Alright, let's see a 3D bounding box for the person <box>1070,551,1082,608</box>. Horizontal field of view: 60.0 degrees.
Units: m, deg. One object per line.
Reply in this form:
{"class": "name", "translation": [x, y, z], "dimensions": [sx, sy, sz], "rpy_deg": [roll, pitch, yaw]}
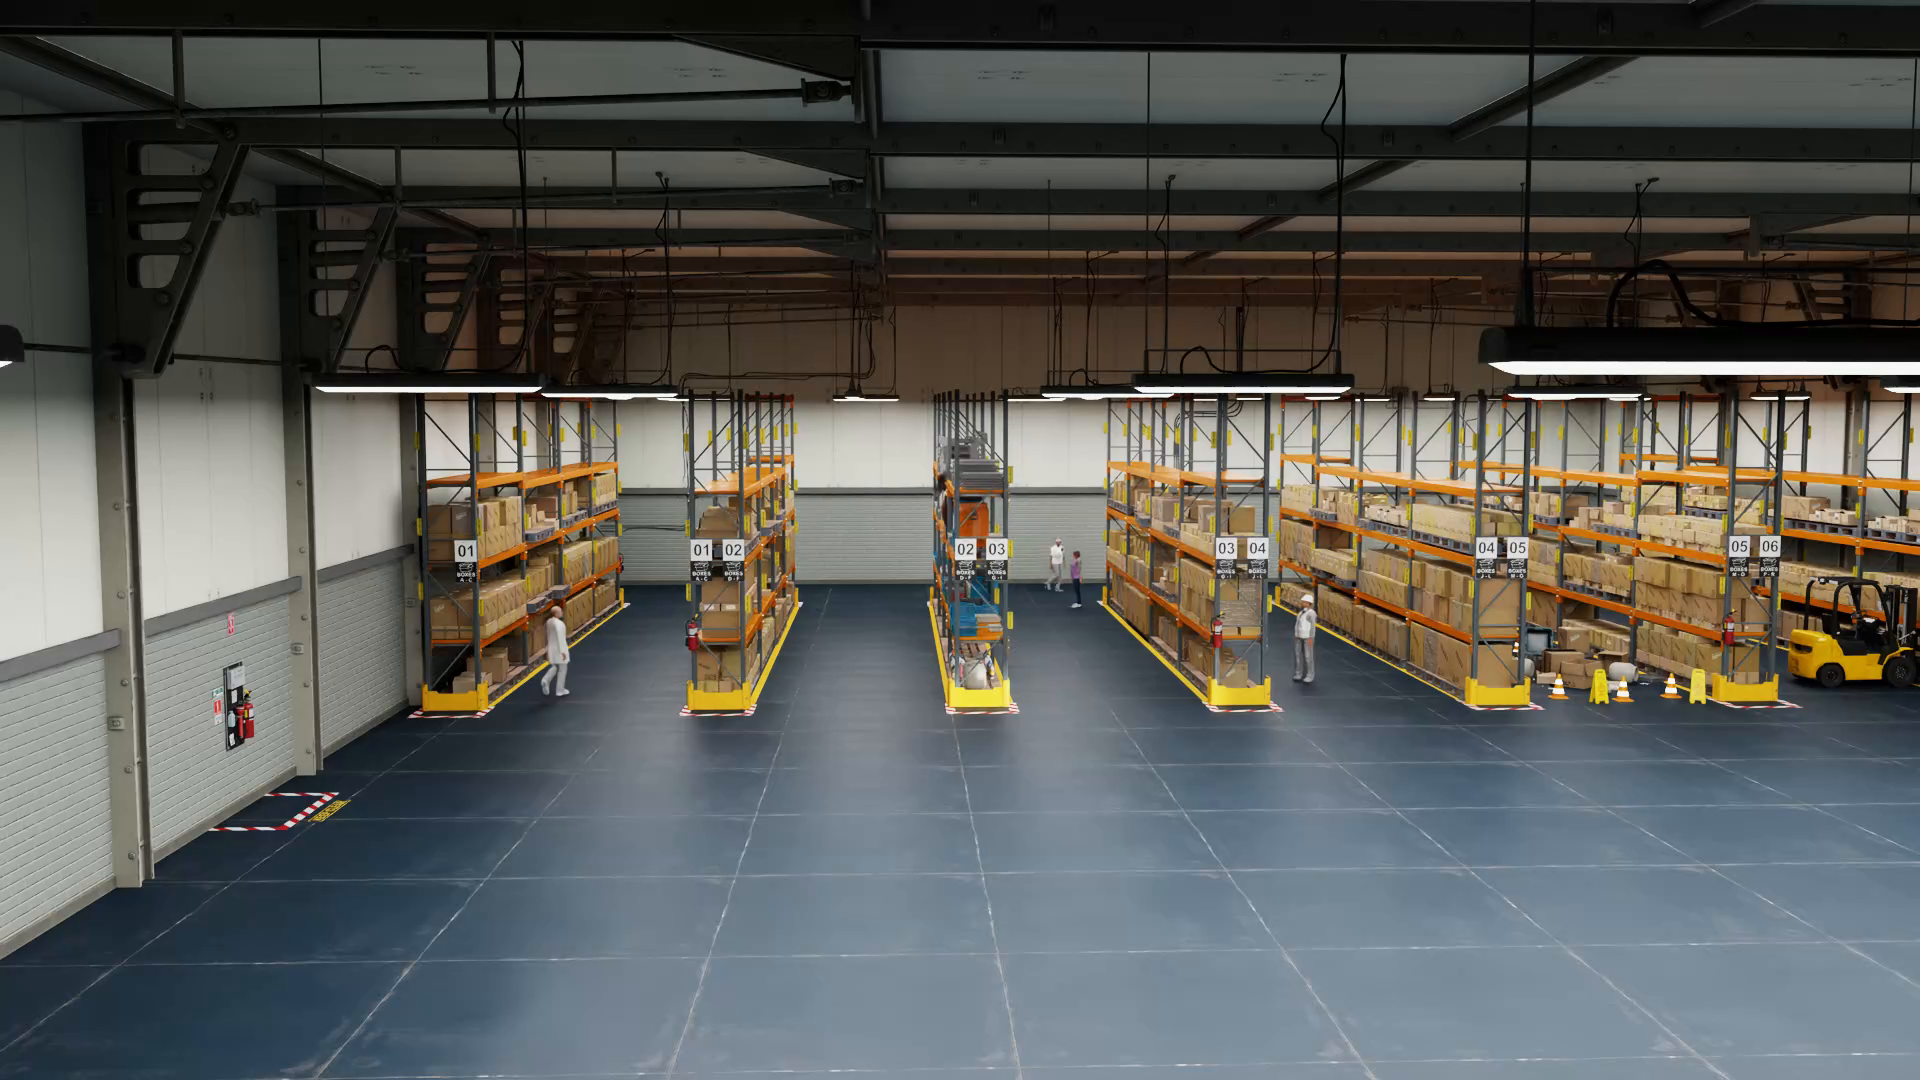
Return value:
{"class": "person", "translation": [3.288, 1.094, 46.965], "dimensions": [0.341, 1.607, 0.480], "rpy_deg": [-1, 5, -16]}

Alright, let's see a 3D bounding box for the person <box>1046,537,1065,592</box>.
{"class": "person", "translation": [2.936, 0.739, 50.787], "dimensions": [0.527, 1.673, 0.450], "rpy_deg": [4, 6, 37]}

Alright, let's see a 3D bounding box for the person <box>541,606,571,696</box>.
{"class": "person", "translation": [-7.920, 2.172, 32.519], "dimensions": [0.556, 1.769, 0.677], "rpy_deg": [3, 5, 29]}

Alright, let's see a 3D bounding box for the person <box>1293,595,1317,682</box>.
{"class": "person", "translation": [7.151, 2.020, 34.476], "dimensions": [0.407, 1.780, 0.573], "rpy_deg": [-3, 6, -36]}
